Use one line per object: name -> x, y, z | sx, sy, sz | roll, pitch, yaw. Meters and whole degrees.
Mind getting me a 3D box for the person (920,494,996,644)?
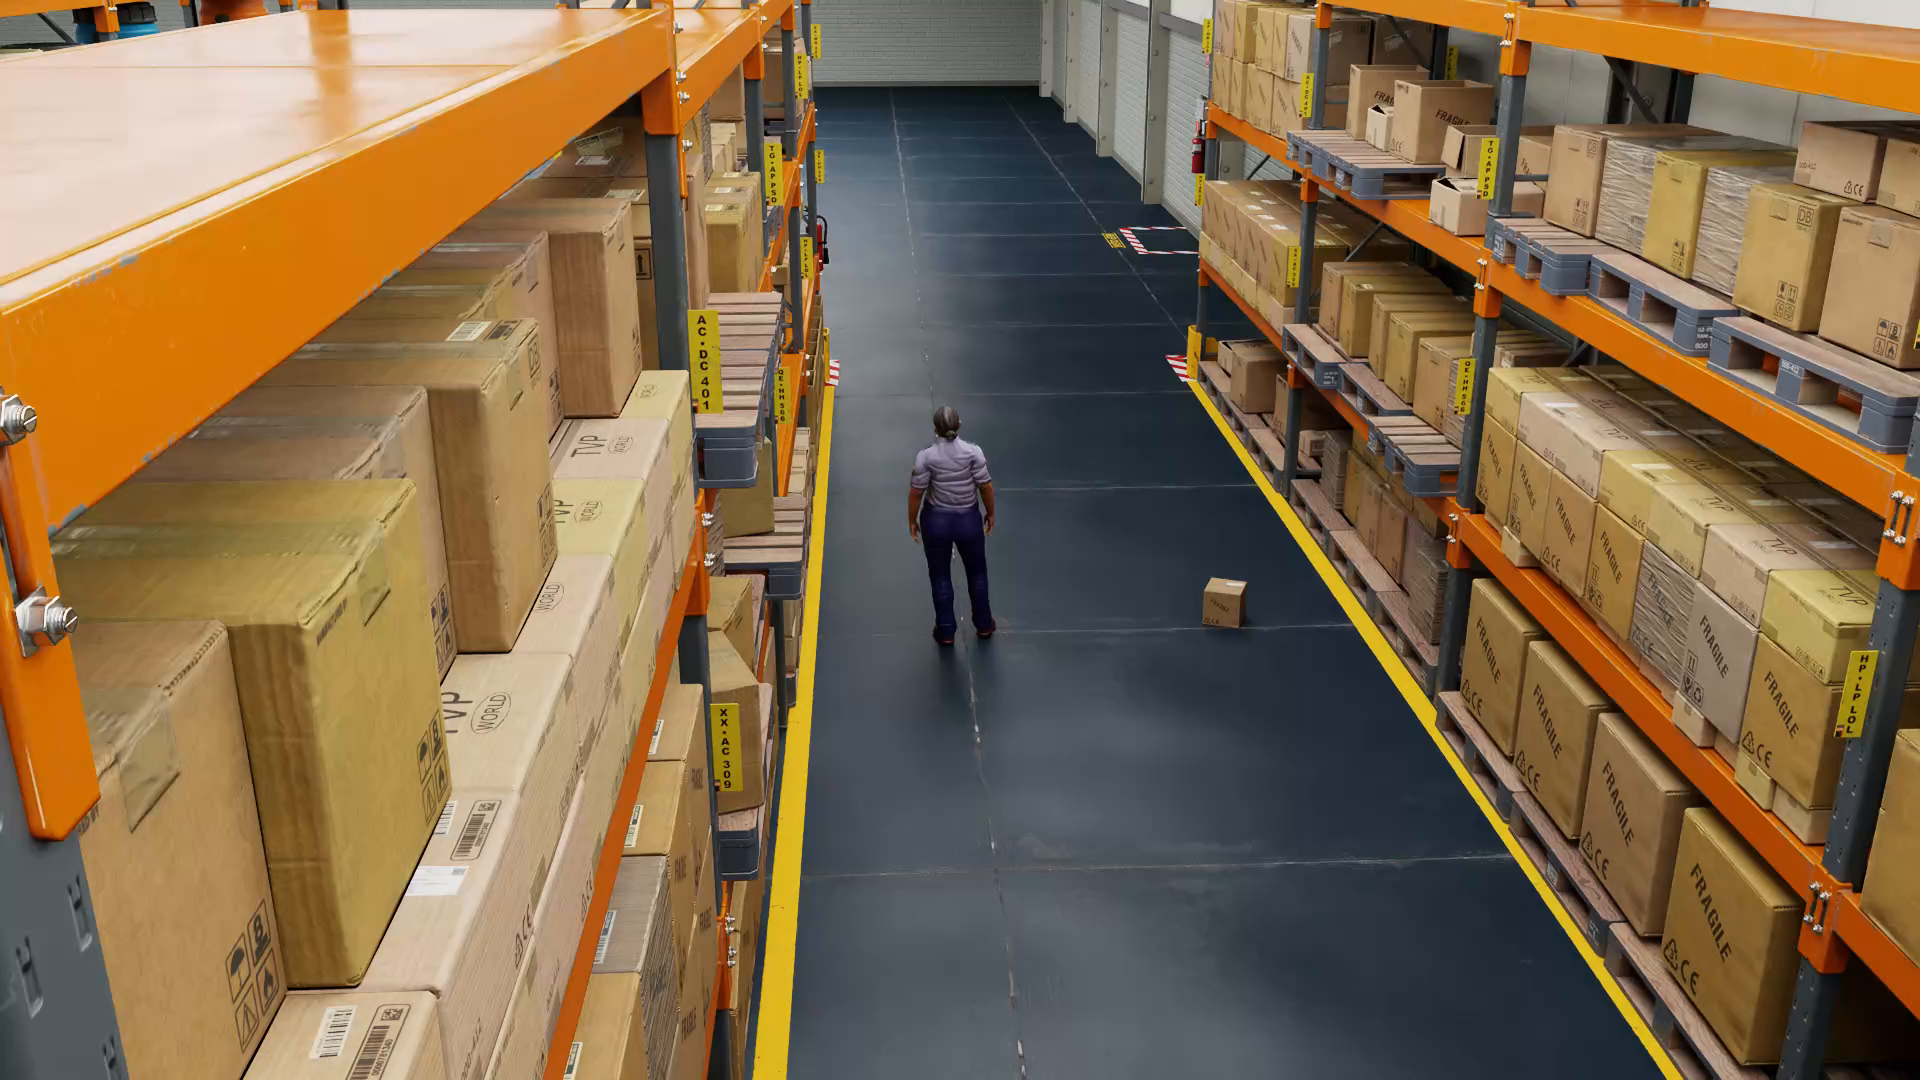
person -> -0.006, 0.167, 11.007 | 0.525, 1.031, 0.500 | -1, 21, -4
